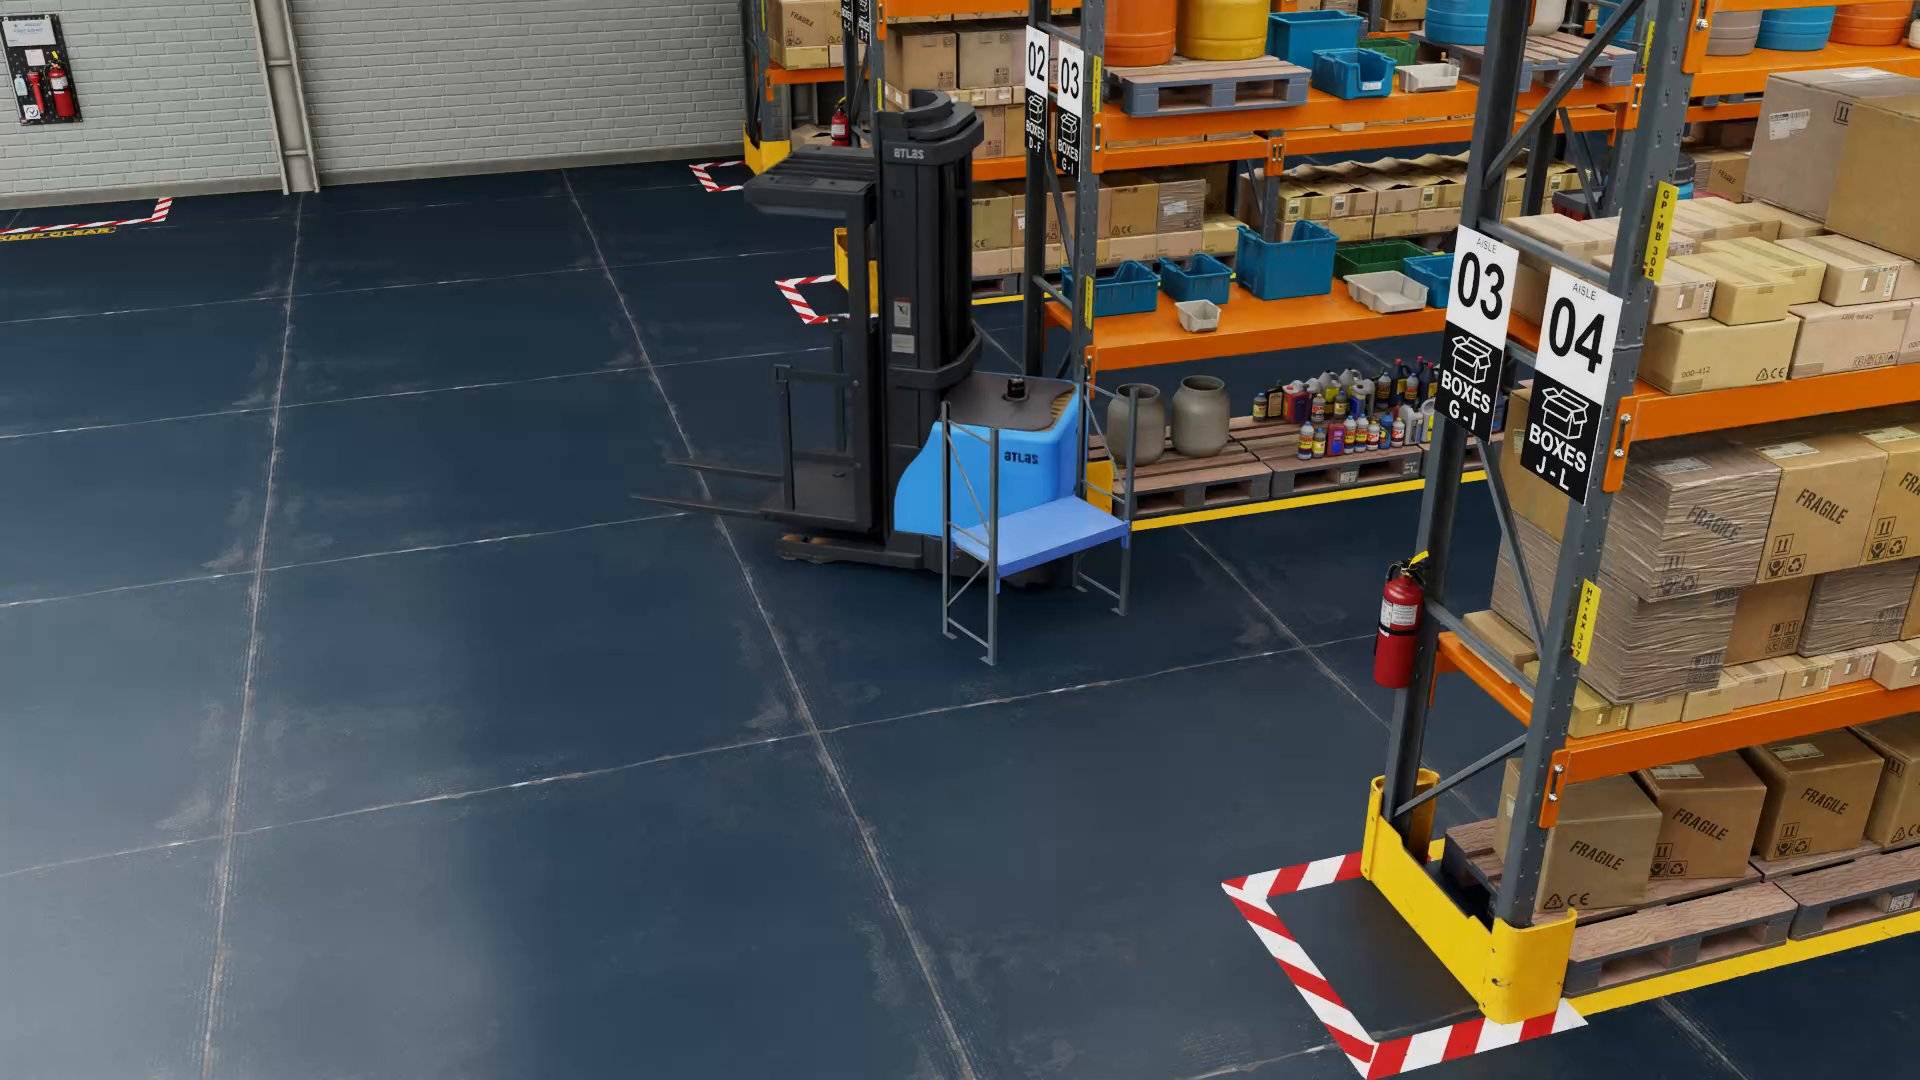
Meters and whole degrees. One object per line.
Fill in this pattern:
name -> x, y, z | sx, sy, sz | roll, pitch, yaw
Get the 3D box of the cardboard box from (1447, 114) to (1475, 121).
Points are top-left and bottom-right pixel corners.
cardboard box -> 5.141, -4.629, 17.084 | 0.500, 0.500, 0.500 | -10, 28, -19

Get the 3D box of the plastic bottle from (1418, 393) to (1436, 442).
plastic bottle -> 3.446, -0.906, 12.180 | 0.185, 0.351, 0.144 | -8, 28, -16

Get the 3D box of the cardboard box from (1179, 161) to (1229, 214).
cardboard box -> 2.391, -3.633, 16.965 | 0.500, 0.500, 0.500 | -8, 28, -16

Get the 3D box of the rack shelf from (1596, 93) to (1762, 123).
rack shelf -> 8.633, -4.776, 18.300 | 4.000, 0.370, 1.077 | -8, 28, -16

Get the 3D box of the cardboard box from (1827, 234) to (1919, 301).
cardboard box -> 3.514, -1.048, 6.329 | 0.250, 0.149, 0.380 | -8, 28, -16

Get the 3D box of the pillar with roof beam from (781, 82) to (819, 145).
pillar with roof beam -> -0.682, -7.144, 15.514 | 0.400, 9.000, 9.100 | -8, 28, -16

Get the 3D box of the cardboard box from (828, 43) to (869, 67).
cardboard box -> -1.361, -5.767, 19.634 | 0.500, 0.250, 0.500 | -9, 28, -18

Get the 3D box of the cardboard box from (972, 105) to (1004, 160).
cardboard box -> 0.071, -3.899, 15.612 | 0.500, 0.500, 0.700 | -8, 27, -15

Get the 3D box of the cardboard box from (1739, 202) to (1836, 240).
cardboard box -> 3.372, -1.253, 6.743 | 0.250, 0.149, 0.380 | -8, 27, -15

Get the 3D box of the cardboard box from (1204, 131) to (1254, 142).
cardboard box -> 2.508, -4.253, 16.325 | 0.500, 0.500, 0.700 | -9, 28, -17

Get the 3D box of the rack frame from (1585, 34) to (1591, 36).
rack frame -> 8.998, -7.467, 22.913 | 0.127, 3.000, 1.000 | -8, 28, -16

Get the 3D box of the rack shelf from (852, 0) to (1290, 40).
rack shelf -> 1.027, -5.018, 15.414 | 4.000, 0.370, 1.077 | -8, 28, -16

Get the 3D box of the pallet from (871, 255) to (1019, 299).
pallet -> -0.161, -2.595, 16.234 | 1.213, 0.211, 1.003 | -8, 28, -16

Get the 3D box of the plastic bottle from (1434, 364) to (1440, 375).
plastic bottle -> 3.721, -1.239, 12.936 | 0.135, 0.276, 0.152 | -7, 27, -14

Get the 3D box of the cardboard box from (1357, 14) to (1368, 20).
cardboard box -> 5.424, -6.966, 22.163 | 0.250, 0.149, 0.380 | -8, 27, -15

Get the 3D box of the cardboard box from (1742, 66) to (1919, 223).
cardboard box -> 3.585, -1.598, 6.707 | 0.500, 0.500, 0.500 | -8, 28, -16

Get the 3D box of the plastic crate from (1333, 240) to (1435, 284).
plastic crate -> 3.081, -2.014, 12.167 | 0.662, 0.188, 0.450 | -8, 28, -16

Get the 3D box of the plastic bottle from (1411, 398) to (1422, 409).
plastic bottle -> 3.390, -0.916, 12.275 | 0.133, 0.283, 0.061 | -8, 28, -16

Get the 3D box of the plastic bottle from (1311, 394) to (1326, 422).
plastic bottle -> 2.702, -1.000, 12.538 | 0.097, 0.201, 0.097 | 0, 26, 0

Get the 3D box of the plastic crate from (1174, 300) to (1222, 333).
plastic crate -> 1.606, -1.495, 11.179 | 0.250, 0.136, 0.298 | -8, 28, -16

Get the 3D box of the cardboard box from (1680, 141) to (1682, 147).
cardboard box -> 7.601, -4.474, 18.355 | 0.500, 0.250, 0.500 | -7, 27, -14

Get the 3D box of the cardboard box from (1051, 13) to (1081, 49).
cardboard box -> 1.077, -4.627, 15.619 | 0.500, 0.500, 0.700 | -8, 28, -16

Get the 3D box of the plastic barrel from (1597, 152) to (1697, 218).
plastic barrel -> 4.920, -2.327, 11.994 | 0.708, 0.901, 0.600 | -8, 28, -16

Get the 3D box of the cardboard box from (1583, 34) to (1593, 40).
cardboard box -> 8.420, -6.548, 23.006 | 0.750, 0.750, 0.750 | -8, 27, -15

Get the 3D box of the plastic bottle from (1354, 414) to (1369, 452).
plastic bottle -> 2.897, -0.780, 12.016 | 0.097, 0.271, 0.097 | 0, 26, 0

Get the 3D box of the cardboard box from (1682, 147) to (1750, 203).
cardboard box -> 8.228, -3.983, 18.211 | 0.500, 0.500, 0.500 | -9, 28, -17

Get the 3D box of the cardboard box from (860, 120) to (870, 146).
cardboard box -> -1.185, -4.943, 20.357 | 0.500, 0.311, 0.500 | -6, 27, -12

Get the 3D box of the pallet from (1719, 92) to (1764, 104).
pallet -> 8.579, -5.006, 18.171 | 1.213, 0.211, 1.003 | -8, 28, -16

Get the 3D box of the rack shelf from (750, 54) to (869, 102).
rack shelf -> -0.511, -5.768, 20.299 | 4.000, 0.370, 1.077 | -8, 28, -16

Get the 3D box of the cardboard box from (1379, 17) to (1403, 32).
cardboard box -> 5.579, -6.760, 21.748 | 0.250, 0.149, 0.380 | -9, 28, -17

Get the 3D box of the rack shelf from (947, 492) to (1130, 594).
rack shelf -> 0.467, 0.005, 9.953 | 1.000, 0.185, 0.538 | -18, 32, -32

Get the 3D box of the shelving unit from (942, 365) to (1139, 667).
shelving unit -> 0.467, -0.156, 9.873 | 1.048, 1.500, 0.538 | -18, 32, -32

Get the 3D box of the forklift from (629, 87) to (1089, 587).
forklift -> -0.716, -1.370, 10.707 | 3.031, 2.935, 1.130 | 7, 27, 14

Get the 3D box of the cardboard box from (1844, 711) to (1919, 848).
cardboard box -> 4.492, 1.088, 8.019 | 0.500, 0.500, 0.500 | -11, 28, -21

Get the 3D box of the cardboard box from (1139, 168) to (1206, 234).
cardboard box -> 2.076, -3.344, 16.383 | 0.500, 0.500, 0.500 | -8, 28, -16

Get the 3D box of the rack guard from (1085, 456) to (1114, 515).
rack guard -> 0.713, -0.537, 11.764 | 0.348, 0.500, 1.175 | -8, 28, -16

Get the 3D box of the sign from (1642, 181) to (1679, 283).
sign -> 2.357, -1.038, 5.605 | 0.005, 0.325, 0.100 | -8, 28, -16

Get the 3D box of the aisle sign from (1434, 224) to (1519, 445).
aisle sign -> 2.037, -0.815, 6.589 | 0.004, 0.787, 0.394 | -8, 28, -16

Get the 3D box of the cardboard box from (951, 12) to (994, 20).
cardboard box -> 0.082, -6.312, 19.887 | 0.500, 0.500, 0.500 | -9, 28, -18

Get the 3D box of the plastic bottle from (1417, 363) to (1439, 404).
plastic bottle -> 3.607, -1.191, 12.754 | 0.185, 0.351, 0.144 | -8, 28, -16

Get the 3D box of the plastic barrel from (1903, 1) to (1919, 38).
plastic barrel -> 7.414, -4.275, 12.544 | 0.600, 0.901, 0.600 | 0, 26, 0

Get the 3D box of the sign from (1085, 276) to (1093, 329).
sign -> 0.822, -1.517, 10.615 | 0.005, 0.325, 0.100 | -8, 28, -16

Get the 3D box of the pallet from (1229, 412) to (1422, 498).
pallet -> 2.645, -0.683, 12.384 | 1.213, 0.211, 1.003 | -8, 28, -16

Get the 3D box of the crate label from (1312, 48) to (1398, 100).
crate label -> 2.537, -3.021, 10.750 | 0.408, 0.251, 0.502 | -8, 28, -16

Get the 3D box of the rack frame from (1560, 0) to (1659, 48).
rack frame -> 4.459, -4.864, 10.922 | 0.127, 3.000, 1.000 | -8, 28, -16

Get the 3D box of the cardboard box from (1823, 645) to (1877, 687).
cardboard box -> 3.721, 0.467, 7.213 | 0.250, 0.149, 0.380 | -8, 28, -16

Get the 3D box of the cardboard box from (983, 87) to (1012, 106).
cardboard box -> 0.293, -4.124, 15.337 | 0.250, 0.149, 0.380 | -9, 28, -17

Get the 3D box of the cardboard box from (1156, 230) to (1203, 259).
cardboard box -> 2.077, -3.007, 16.549 | 0.500, 0.250, 0.500 | -8, 28, -16

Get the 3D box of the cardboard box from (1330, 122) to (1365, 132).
cardboard box -> 3.834, -4.195, 16.603 | 0.250, 0.149, 0.380 | -8, 28, -16

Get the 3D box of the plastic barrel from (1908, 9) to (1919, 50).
plastic barrel -> 7.125, -3.736, 12.178 | 0.301, 0.262, 0.301 | 0, 26, 0

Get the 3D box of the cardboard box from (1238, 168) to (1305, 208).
cardboard box -> 3.225, -3.656, 17.226 | 0.500, 0.311, 0.500 | -8, 28, -16

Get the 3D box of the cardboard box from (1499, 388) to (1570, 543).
cardboard box -> 2.636, -0.338, 6.981 | 0.500, 0.500, 0.500 | -8, 28, -16

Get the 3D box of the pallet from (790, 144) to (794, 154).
pallet -> -1.557, -4.673, 20.420 | 1.213, 0.211, 1.003 | -8, 28, -16

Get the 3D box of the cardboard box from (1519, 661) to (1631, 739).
cardboard box -> 2.534, 0.642, 6.860 | 0.250, 0.149, 0.380 | -8, 28, -16

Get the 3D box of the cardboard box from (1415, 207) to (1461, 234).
cardboard box -> 4.851, -3.391, 17.322 | 0.500, 0.250, 0.500 | -8, 27, -15

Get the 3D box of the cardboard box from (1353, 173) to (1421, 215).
cardboard box -> 4.368, -3.570, 17.050 | 0.500, 0.311, 0.500 | -9, 28, -18

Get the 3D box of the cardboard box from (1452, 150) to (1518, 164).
cardboard box -> 5.646, -4.006, 17.930 | 0.500, 0.311, 0.500 | -9, 28, -17

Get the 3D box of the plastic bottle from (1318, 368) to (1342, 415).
plastic bottle -> 2.802, -1.142, 12.655 | 0.185, 0.351, 0.144 | -7, 27, -14
